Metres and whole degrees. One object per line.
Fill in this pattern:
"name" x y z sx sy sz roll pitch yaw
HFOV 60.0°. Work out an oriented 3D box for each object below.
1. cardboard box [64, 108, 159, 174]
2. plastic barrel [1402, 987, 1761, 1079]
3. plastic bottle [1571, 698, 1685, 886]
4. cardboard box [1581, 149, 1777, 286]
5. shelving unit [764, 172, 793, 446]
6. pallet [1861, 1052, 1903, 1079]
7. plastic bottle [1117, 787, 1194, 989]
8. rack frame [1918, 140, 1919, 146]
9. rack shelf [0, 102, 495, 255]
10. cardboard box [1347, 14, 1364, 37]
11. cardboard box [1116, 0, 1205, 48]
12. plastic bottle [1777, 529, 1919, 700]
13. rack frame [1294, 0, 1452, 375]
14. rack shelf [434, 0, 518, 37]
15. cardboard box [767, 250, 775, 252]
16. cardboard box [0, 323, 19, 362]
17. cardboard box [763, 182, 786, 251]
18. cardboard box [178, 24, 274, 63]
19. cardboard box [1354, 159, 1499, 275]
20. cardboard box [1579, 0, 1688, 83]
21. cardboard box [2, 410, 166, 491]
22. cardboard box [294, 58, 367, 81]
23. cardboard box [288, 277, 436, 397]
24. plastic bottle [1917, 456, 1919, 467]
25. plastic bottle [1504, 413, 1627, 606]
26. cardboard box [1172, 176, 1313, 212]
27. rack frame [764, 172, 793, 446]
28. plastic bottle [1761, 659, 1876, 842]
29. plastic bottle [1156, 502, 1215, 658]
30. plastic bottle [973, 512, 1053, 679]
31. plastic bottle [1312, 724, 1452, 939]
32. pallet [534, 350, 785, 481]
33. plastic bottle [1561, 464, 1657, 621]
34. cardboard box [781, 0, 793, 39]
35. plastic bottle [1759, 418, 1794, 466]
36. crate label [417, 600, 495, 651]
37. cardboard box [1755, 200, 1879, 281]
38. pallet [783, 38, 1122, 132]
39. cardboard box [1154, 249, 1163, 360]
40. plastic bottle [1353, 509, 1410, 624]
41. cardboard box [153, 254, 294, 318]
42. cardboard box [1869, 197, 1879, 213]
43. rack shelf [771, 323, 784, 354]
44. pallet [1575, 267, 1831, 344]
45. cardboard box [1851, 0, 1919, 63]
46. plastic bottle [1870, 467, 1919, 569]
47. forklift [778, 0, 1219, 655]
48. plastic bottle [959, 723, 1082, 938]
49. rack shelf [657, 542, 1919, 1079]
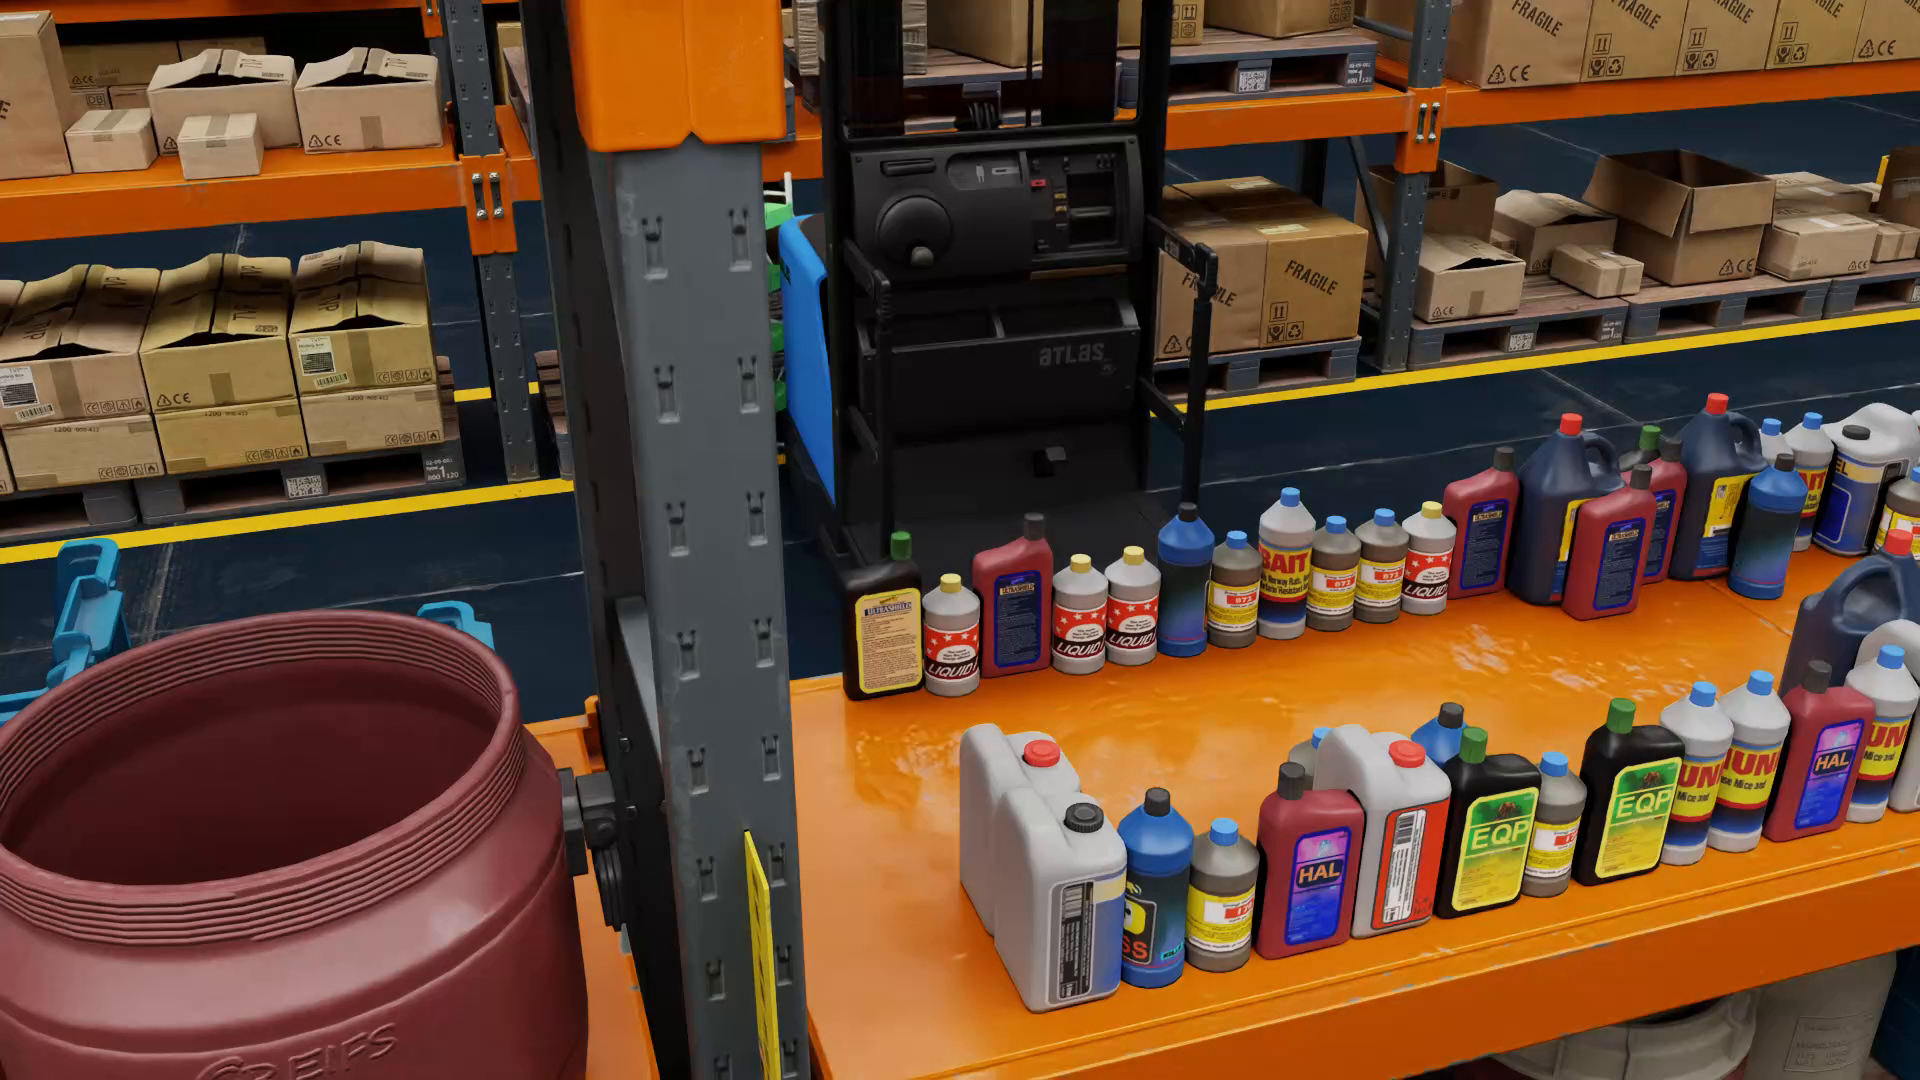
"cardboard box" -3.109 -1.474 6.129 0.250 0.149 0.380 -6 27 -12
"plastic barrel" 1.151 0.970 3.161 0.708 0.588 0.600 -8 28 -16
"plastic bottle" 0.929 0.343 2.316 0.133 0.283 0.061 -8 28 -16
"cardboard box" 3.675 -1.677 8.567 0.637 0.503 0.797 -8 28 -16
"shelving unit" -0.857 -0.781 6.424 0.258 1.200 0.503 11 26 27
"pallet" 1.512 1.265 3.464 1.213 0.211 1.003 -8 28 -16
"plastic bottle" 0.247 0.439 2.137 0.097 0.271 0.097 0 26 0
"rack frame" 5.693 -2.888 8.694 0.127 3.000 1.000 -8 28 -16
"rack shelf" -3.815 -1.189 6.080 4.000 0.370 1.077 -8 28 -16
"cardboard box" 3.045 -3.843 12.956 0.500 0.500 0.700 -8 28 -16
"cardboard box" 0.736 -2.478 7.283 0.500 0.500 0.700 -4 27 -8
"plastic bottle" 1.425 0.151 2.629 0.185 0.351 0.144 -8 28 -16
"rack frame" 1.890 -2.337 7.584 0.127 3.000 1.000 -8 28 -16
"rack shelf" -1.549 -3.833 11.407 4.000 0.370 1.077 -8 28 -16
"cardboard box" -1.097 -1.092 7.392 0.500 0.500 0.500 -7 27 -14
"cardboard box" -3.785 -0.607 6.089 0.500 0.311 0.500 -7 27 -15
"cardboard box" -1.045 -1.437 7.245 0.500 0.250 0.500 -7 27 -14
"cardboard box" -4.681 -3.120 10.635 0.500 0.250 0.500 -8 27 -15
"cardboard box" 2.344 -1.613 8.442 0.500 0.500 0.500 -8 28 -16
"cardboard box" 2.945 -2.409 7.616 0.500 0.500 0.500 -8 27 -15
"cardboard box" -3.306 -0.427 6.356 0.500 0.250 0.500 -8 27 -15
"cardboard box" -4.119 -2.836 10.907 0.500 0.500 0.700 -8 27 -15
"cardboard box" -2.335 -0.818 6.513 0.500 0.311 0.500 -8 27 -15
"plastic bottle" 1.863 -0.119 3.339 0.097 0.201 0.097 0 26 0
"plastic bottle" 1.120 -0.067 3.067 0.185 0.351 0.144 -8 28 -16
"cardboard box" 1.355 -1.451 8.116 0.500 0.500 0.500 -10 28 -18
"rack frame" -0.740 -0.868 6.619 0.240 1.200 0.015 11 26 27
"plastic bottle" 1.241 0.298 2.407 0.133 0.283 0.061 -8 28 -16
"plastic bottle" 0.389 0.063 2.894 0.097 0.271 0.097 0 26 0
"plastic bottle" 0.089 0.093 2.821 0.133 0.283 0.061 -8 28 -16
"plastic bottle" 0.568 0.378 2.256 0.135 0.276 0.152 -8 28 -16
"pallet" -1.192 -0.624 7.270 1.213 0.211 1.003 -8 28 -16
"plastic bottle" 1.177 0.003 3.002 0.133 0.283 0.061 -8 28 -16
"cardboard box" -1.070 -3.388 11.647 0.750 0.750 0.750 -7 27 -15
"plastic bottle" 1.550 -0.105 3.232 0.097 0.271 0.097 0 26 0
"crate label" -0.900 0.283 2.495 0.416 0.233 0.303 -8 28 -16
"cardboard box" 4.340 -1.556 8.609 0.500 0.250 0.500 -8 28 -16
"pallet" -0.066 -1.970 7.061 1.213 0.211 1.003 -8 28 -16
"cardboard box" 0.560 -1.092 7.393 0.500 0.500 0.500 -8 27 -15
"plastic bottle" 0.760 0.041 3.017 0.097 0.201 0.097 0 26 0
"cardboard box" -2.999 -0.970 6.820 0.500 0.311 0.500 -9 28 -17
"cardboard box" 4.951 -1.869 9.333 0.250 0.166 0.380 -8 28 -16
"rack shelf" -0.856 -0.722 6.449 0.258 0.148 0.480 11 26 27
"pallet" 3.705 -1.352 8.736 1.213 0.211 1.003 -8 28 -16
"cardboard box" 4.383 -2.617 8.035 0.500 0.500 0.500 -8 28 -16
"plastic bottle" 1.818 -0.041 3.183 0.097 0.201 0.097 0 26 0
"forklift" 0.183 -1.012 4.993 1.130 2.935 3.031 -7 27 -14
"plastic bottle" 0.081 0.377 2.257 0.135 0.276 0.152 -8 28 -16
"rack shelf" 1.519 0.355 2.970 4.000 0.370 1.077 -8 28 -16
